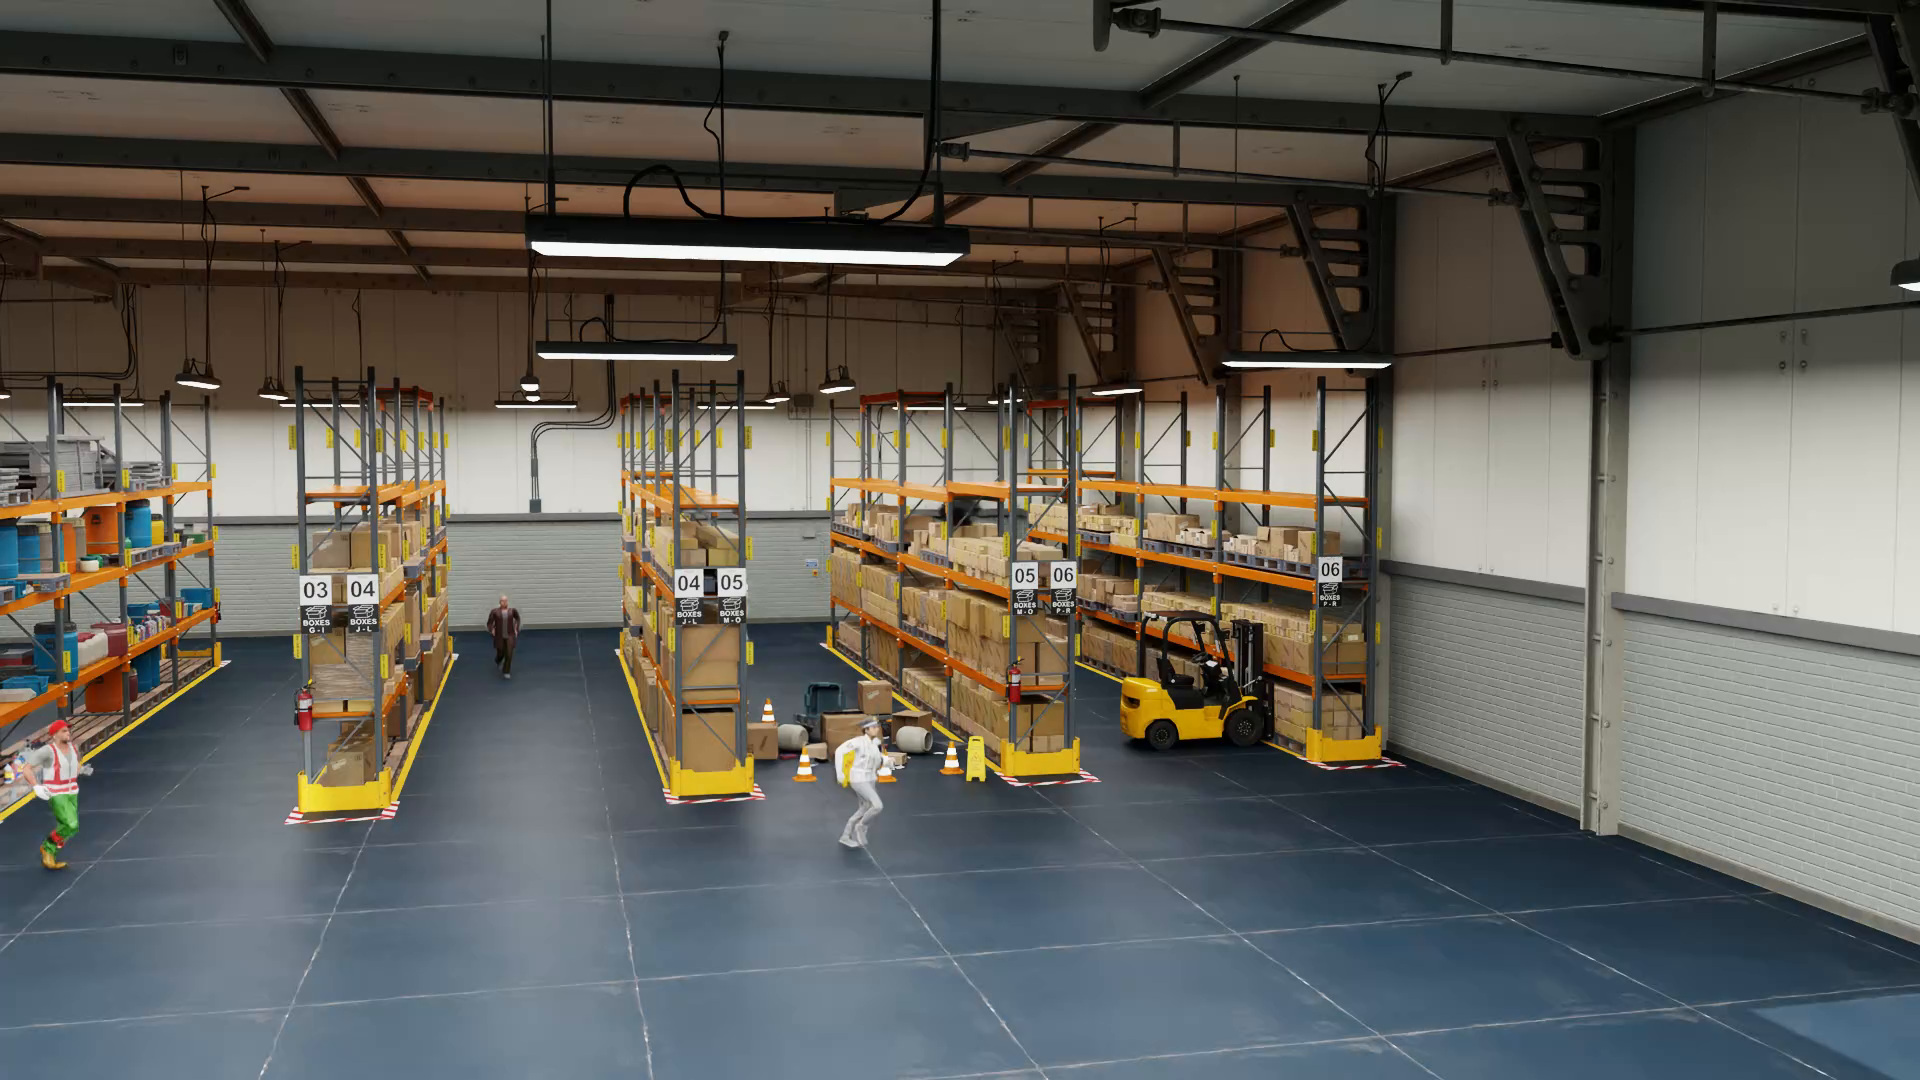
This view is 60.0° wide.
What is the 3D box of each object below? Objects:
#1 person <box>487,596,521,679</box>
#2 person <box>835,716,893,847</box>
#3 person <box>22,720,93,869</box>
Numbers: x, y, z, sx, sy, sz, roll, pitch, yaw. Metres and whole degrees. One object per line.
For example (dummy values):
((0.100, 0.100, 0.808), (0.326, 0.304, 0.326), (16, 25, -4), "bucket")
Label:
((-9.636, 2.039, 35.156), (0.699, 1.742, 0.844), (-1, 4, -22), "person")
((-1.150, 2.951, 20.262), (0.732, 1.638, 0.645), (2, 4, 33), "person")
((-10.443, 2.967, 19.370), (0.626, 1.740, 0.656), (1, 4, 15), "person")
